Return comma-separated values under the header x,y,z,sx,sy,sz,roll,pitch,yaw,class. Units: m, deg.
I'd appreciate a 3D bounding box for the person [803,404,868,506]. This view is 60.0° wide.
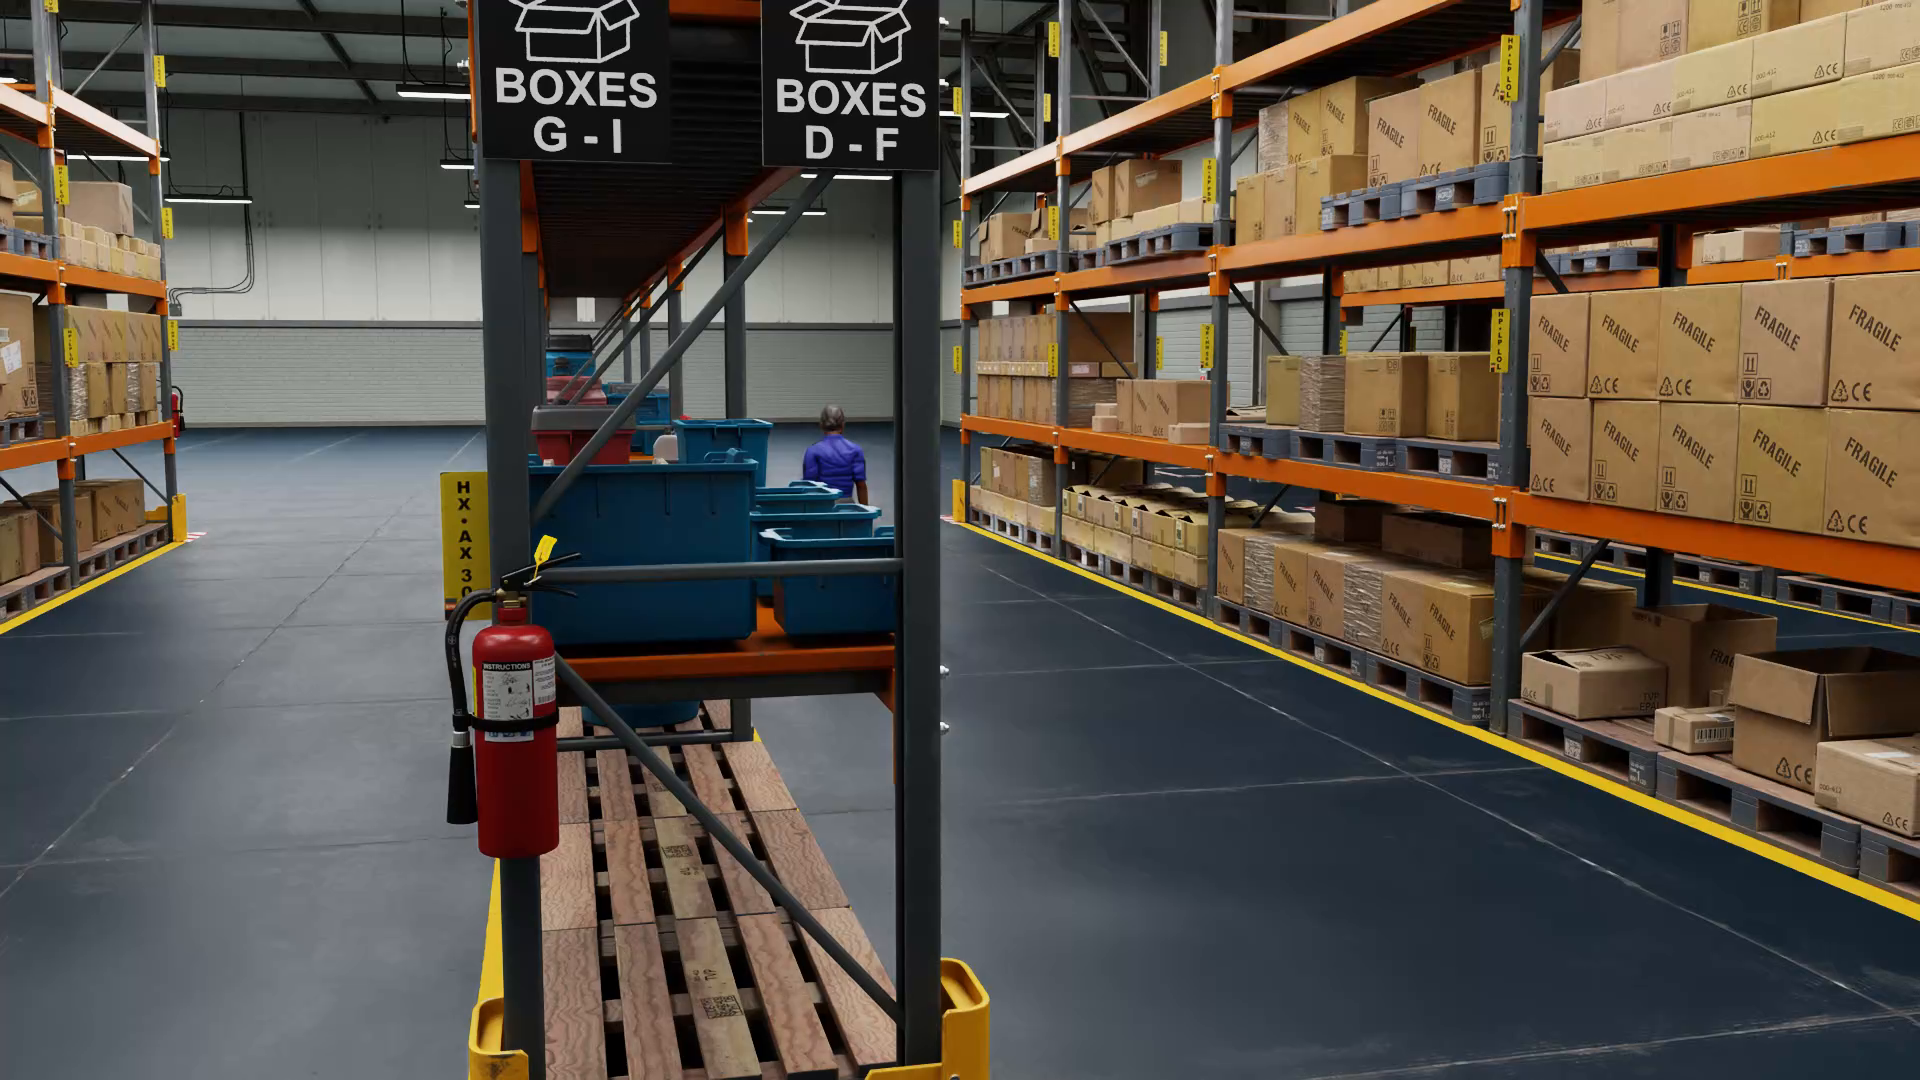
x,y,z,sx,sy,sz,roll,pitch,yaw,class
-0.871,-0.105,11.499,0.470,1.665,0.322,-2,7,-21,person
